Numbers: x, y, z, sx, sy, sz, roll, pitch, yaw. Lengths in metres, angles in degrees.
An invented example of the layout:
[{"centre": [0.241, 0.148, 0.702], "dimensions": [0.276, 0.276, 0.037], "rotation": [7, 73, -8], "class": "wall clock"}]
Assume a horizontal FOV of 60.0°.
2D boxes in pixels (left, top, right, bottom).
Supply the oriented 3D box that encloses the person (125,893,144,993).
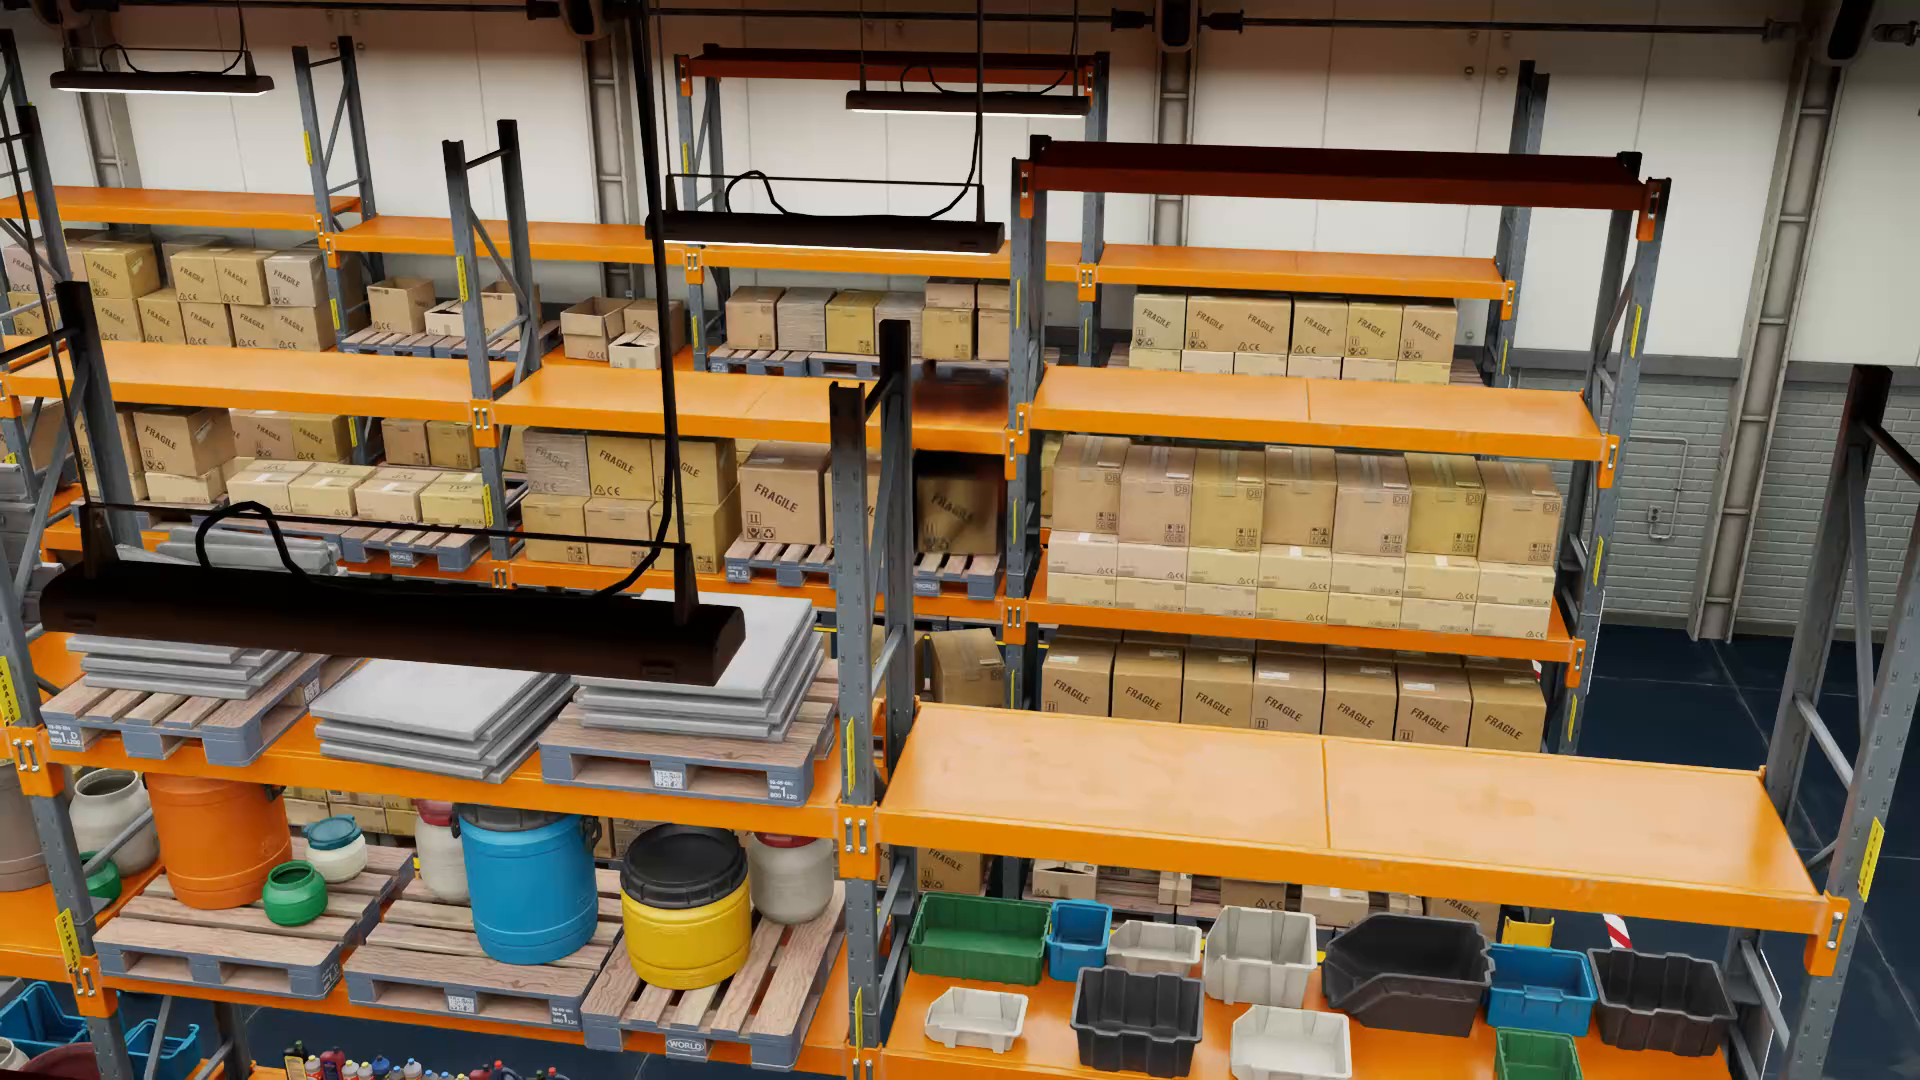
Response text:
[{"centre": [-6.165, 2.601, 12.086], "dimensions": [0.443, 1.727, 0.462], "rotation": [-21, 31, -40], "class": "person"}]
